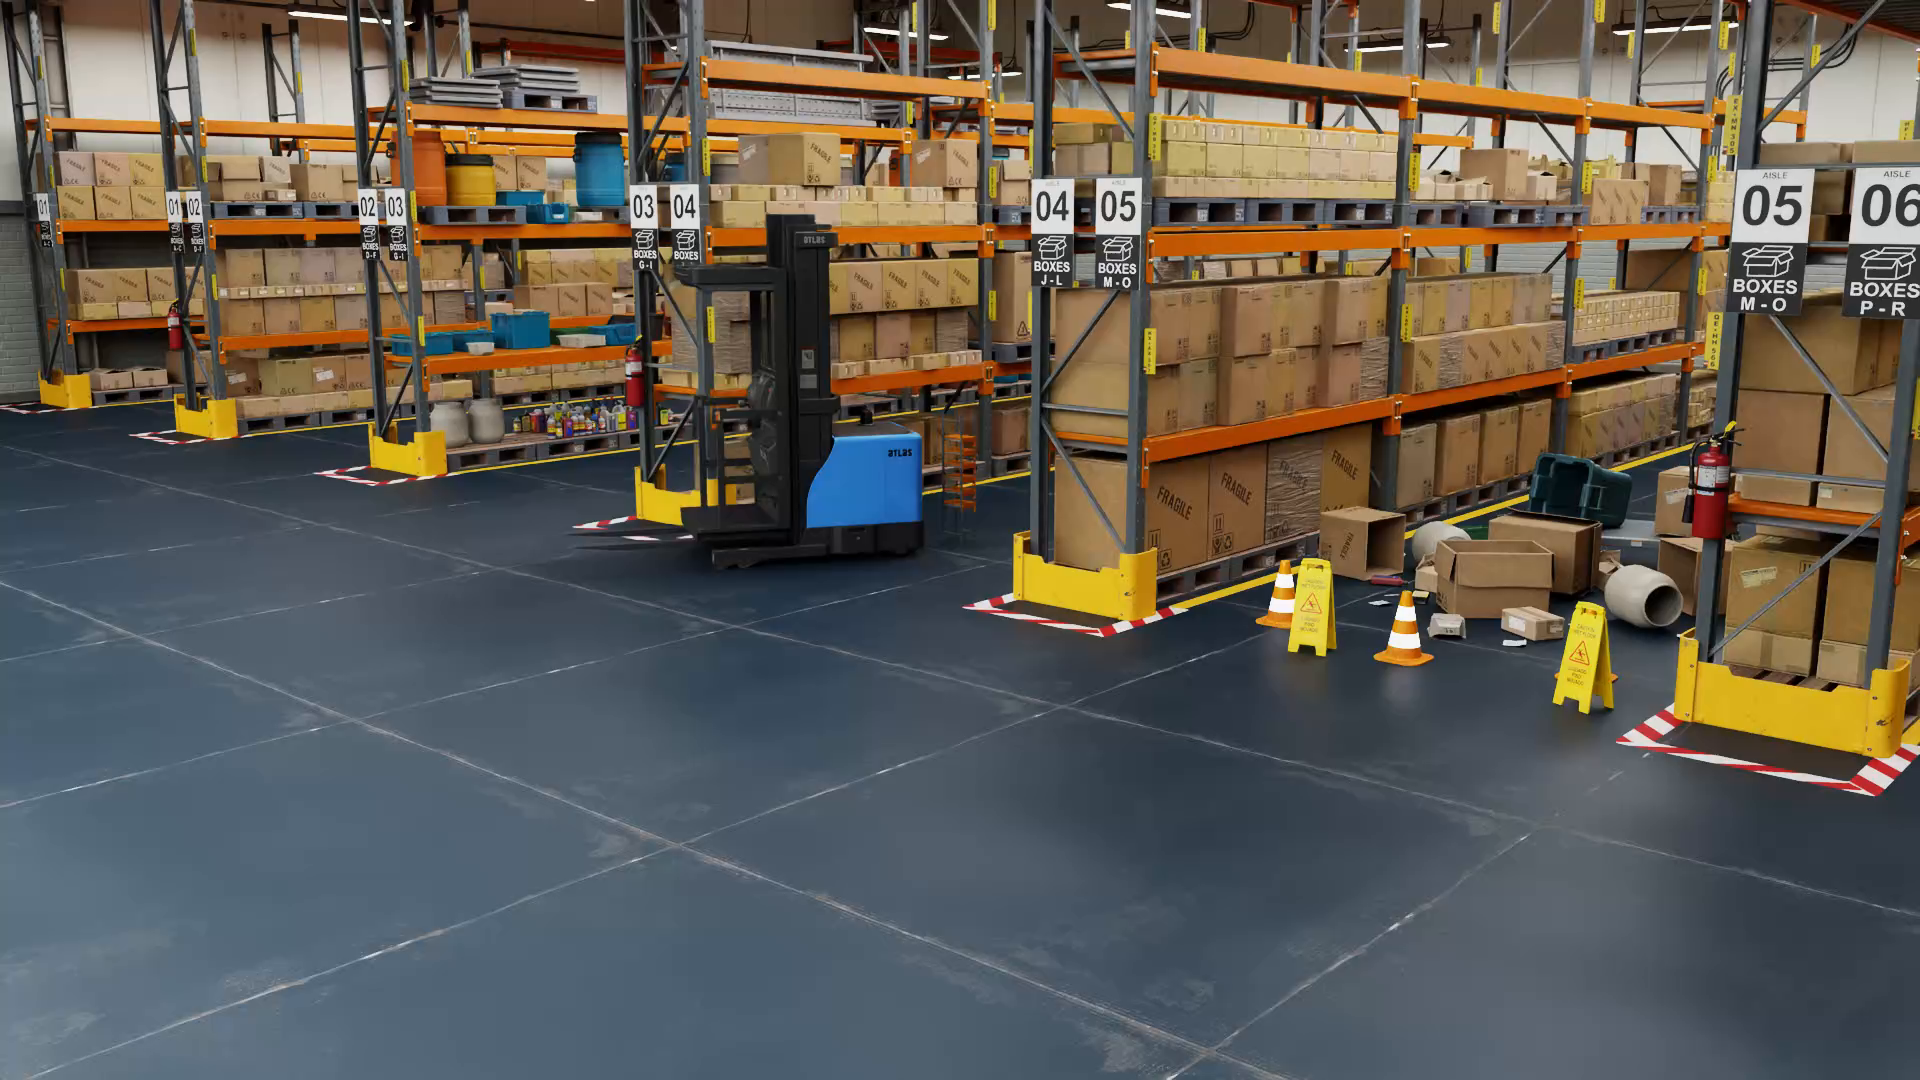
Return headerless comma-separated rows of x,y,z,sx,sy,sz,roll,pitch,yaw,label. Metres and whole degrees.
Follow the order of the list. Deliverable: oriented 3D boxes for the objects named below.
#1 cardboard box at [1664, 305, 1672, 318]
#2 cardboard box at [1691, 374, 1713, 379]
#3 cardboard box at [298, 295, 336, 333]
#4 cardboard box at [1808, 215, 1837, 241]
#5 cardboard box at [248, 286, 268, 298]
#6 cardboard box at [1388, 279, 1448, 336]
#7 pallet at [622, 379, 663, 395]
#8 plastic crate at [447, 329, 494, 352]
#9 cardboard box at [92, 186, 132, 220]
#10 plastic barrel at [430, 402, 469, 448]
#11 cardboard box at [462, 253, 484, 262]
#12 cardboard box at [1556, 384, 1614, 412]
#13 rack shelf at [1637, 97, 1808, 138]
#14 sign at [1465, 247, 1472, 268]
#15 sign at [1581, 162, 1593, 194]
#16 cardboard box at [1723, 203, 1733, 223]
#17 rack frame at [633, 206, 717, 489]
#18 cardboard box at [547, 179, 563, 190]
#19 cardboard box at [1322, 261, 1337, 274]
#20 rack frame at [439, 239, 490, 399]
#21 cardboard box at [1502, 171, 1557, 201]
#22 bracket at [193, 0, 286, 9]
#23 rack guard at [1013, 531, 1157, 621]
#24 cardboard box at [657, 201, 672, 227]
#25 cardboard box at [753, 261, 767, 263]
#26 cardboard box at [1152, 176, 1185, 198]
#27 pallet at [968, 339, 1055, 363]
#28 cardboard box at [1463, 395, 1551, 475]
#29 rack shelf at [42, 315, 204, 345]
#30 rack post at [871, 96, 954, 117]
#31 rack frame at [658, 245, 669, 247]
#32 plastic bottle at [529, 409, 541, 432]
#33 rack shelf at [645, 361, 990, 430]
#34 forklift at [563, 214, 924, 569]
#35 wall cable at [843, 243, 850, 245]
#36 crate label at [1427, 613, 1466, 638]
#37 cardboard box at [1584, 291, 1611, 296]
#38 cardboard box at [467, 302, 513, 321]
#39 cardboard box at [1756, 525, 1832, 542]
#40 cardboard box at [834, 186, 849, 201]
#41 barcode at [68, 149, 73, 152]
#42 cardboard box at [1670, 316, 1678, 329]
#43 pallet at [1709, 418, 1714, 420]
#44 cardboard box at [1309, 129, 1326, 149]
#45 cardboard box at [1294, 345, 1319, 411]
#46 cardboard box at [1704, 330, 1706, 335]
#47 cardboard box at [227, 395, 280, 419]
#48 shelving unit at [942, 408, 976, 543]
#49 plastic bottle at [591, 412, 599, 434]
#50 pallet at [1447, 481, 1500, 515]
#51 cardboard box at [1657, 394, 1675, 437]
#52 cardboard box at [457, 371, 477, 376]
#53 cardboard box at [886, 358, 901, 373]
8.592,-2.843,20.636,0.380,0.149,0.250,10,15,41,cardboard box
10.463,-2.269,23.638,0.380,0.149,0.250,9,14,38,cardboard box
-9.147,-3.176,23.236,0.700,0.500,0.500,10,15,41,cardboard box
4.768,-1.783,9.503,0.380,0.149,0.250,10,15,41,cardboard box
-9.547,-3.346,22.431,0.380,0.149,0.250,9,15,39,cardboard box
4.259,-2.250,16.046,0.700,0.500,0.500,9,15,39,cardboard box
-5.432,-2.603,27.743,1.003,0.211,1.213,10,15,40,pallet
-5.883,-2.403,20.001,0.499,0.251,0.408,10,15,40,plastic crate
-13.074,-5.170,25.514,0.500,0.500,0.500,-11,16,-44,cardboard box
-6.045,-1.361,19.686,0.421,0.512,0.421,0,11,0,plastic barrel
-8.989,-5.205,30.619,0.380,0.149,0.250,7,13,31,cardboard box
7.210,-1.642,19.206,0.500,0.250,0.500,10,15,40,cardboard box
10.199,-5.619,22.254,1.077,0.370,4.000,10,15,40,rack shelf
8.259,-4.594,27.031,0.100,0.325,0.005,10,15,40,sign
6.650,-3.839,17.633,0.100,0.325,0.005,10,15,40,sign
9.707,-4.244,21.563,0.500,0.250,0.500,9,15,39,cardboard box
-2.701,-1.628,15.743,1.000,3.000,0.127,10,15,40,rack frame
-7.996,-6.626,31.727,0.700,0.500,0.500,9,14,37,cardboard box
5.322,-3.936,25.006,0.500,0.500,0.500,10,15,42,cardboard box
-7.500,-3.498,25.105,1.000,3.000,0.127,10,15,40,rack frame
5.774,-3.639,17.051,0.500,0.311,0.500,10,15,40,cardboard box
-11.810,-8.865,27.471,0.076,0.066,4.783,10,15,40,bracket
0.942,0.257,12.685,1.175,0.500,0.348,10,15,40,rack guard
-2.574,-3.129,15.983,0.500,0.250,0.500,10,15,42,cardboard box
-1.866,-2.574,16.910,0.500,0.500,0.500,10,15,40,cardboard box
1.425,-2.584,12.183,0.380,0.149,0.250,10,15,41,cardboard box
0.553,-2.216,19.177,1.003,0.211,1.213,10,15,40,pallet
5.769,-1.174,18.140,1.050,0.750,0.750,10,15,40,cardboard box
-12.544,-3.491,26.906,1.077,0.370,4.000,10,15,40,rack shelf
-0.694,-6.462,24.822,0.954,0.300,0.937,10,15,40,rack post
-5.943,-5.315,34.202,1.000,3.000,0.127,10,15,40,rack frame
-5.352,-1.509,20.977,0.152,0.276,0.135,10,15,41,plastic bottle
-1.381,-1.570,17.287,1.077,0.370,4.000,10,15,40,rack shelf
-1.892,-1.305,14.303,3.031,2.935,1.130,-4,12,-17,forklift
-3.167,-6.712,38.604,0.084,1.984,1.851,10,15,40,wall cable
3.472,0.610,11.847,0.250,0.136,0.298,2,12,11,crate label
7.923,-3.034,20.834,0.380,0.149,0.250,10,15,41,cardboard box
-7.208,-3.502,25.510,0.500,0.250,0.500,11,16,44,cardboard box
5.267,-0.104,10.492,0.380,0.149,0.250,10,15,42,cardboard box
-1.332,-3.461,16.628,0.380,0.149,0.250,10,15,40,cardboard box
-13.771,-6.023,25.749,0.001,0.075,0.075,10,15,40,barcode
8.765,-2.736,20.860,0.380,0.149,0.250,9,15,39,cardboard box
10.101,-1.654,22.991,1.003,0.211,1.213,10,15,40,pallet
2.762,-3.274,13.601,0.380,0.149,0.250,10,15,40,cardboard box
2.573,-1.430,14.369,0.875,0.550,0.550,10,15,40,cardboard box
9.426,-2.661,21.557,0.380,0.149,0.250,10,15,42,cardboard box
-9.619,-1.817,22.637,0.500,0.250,0.500,10,15,40,cardboard box
-0.010,-0.586,15.122,0.258,1.200,0.189,10,15,40,shelving unit
-4.565,-1.468,20.782,0.097,0.271,0.097,0,11,0,plastic bottle
4.856,-0.497,17.197,1.003,0.211,1.213,10,15,40,pallet
8.580,-1.576,20.793,0.500,0.500,0.500,9,15,39,cardboard box
-7.448,-2.727,25.762,0.500,0.311,0.500,10,15,40,cardboard box
-0.845,-1.846,17.477,0.380,0.149,0.250,10,15,40,cardboard box
